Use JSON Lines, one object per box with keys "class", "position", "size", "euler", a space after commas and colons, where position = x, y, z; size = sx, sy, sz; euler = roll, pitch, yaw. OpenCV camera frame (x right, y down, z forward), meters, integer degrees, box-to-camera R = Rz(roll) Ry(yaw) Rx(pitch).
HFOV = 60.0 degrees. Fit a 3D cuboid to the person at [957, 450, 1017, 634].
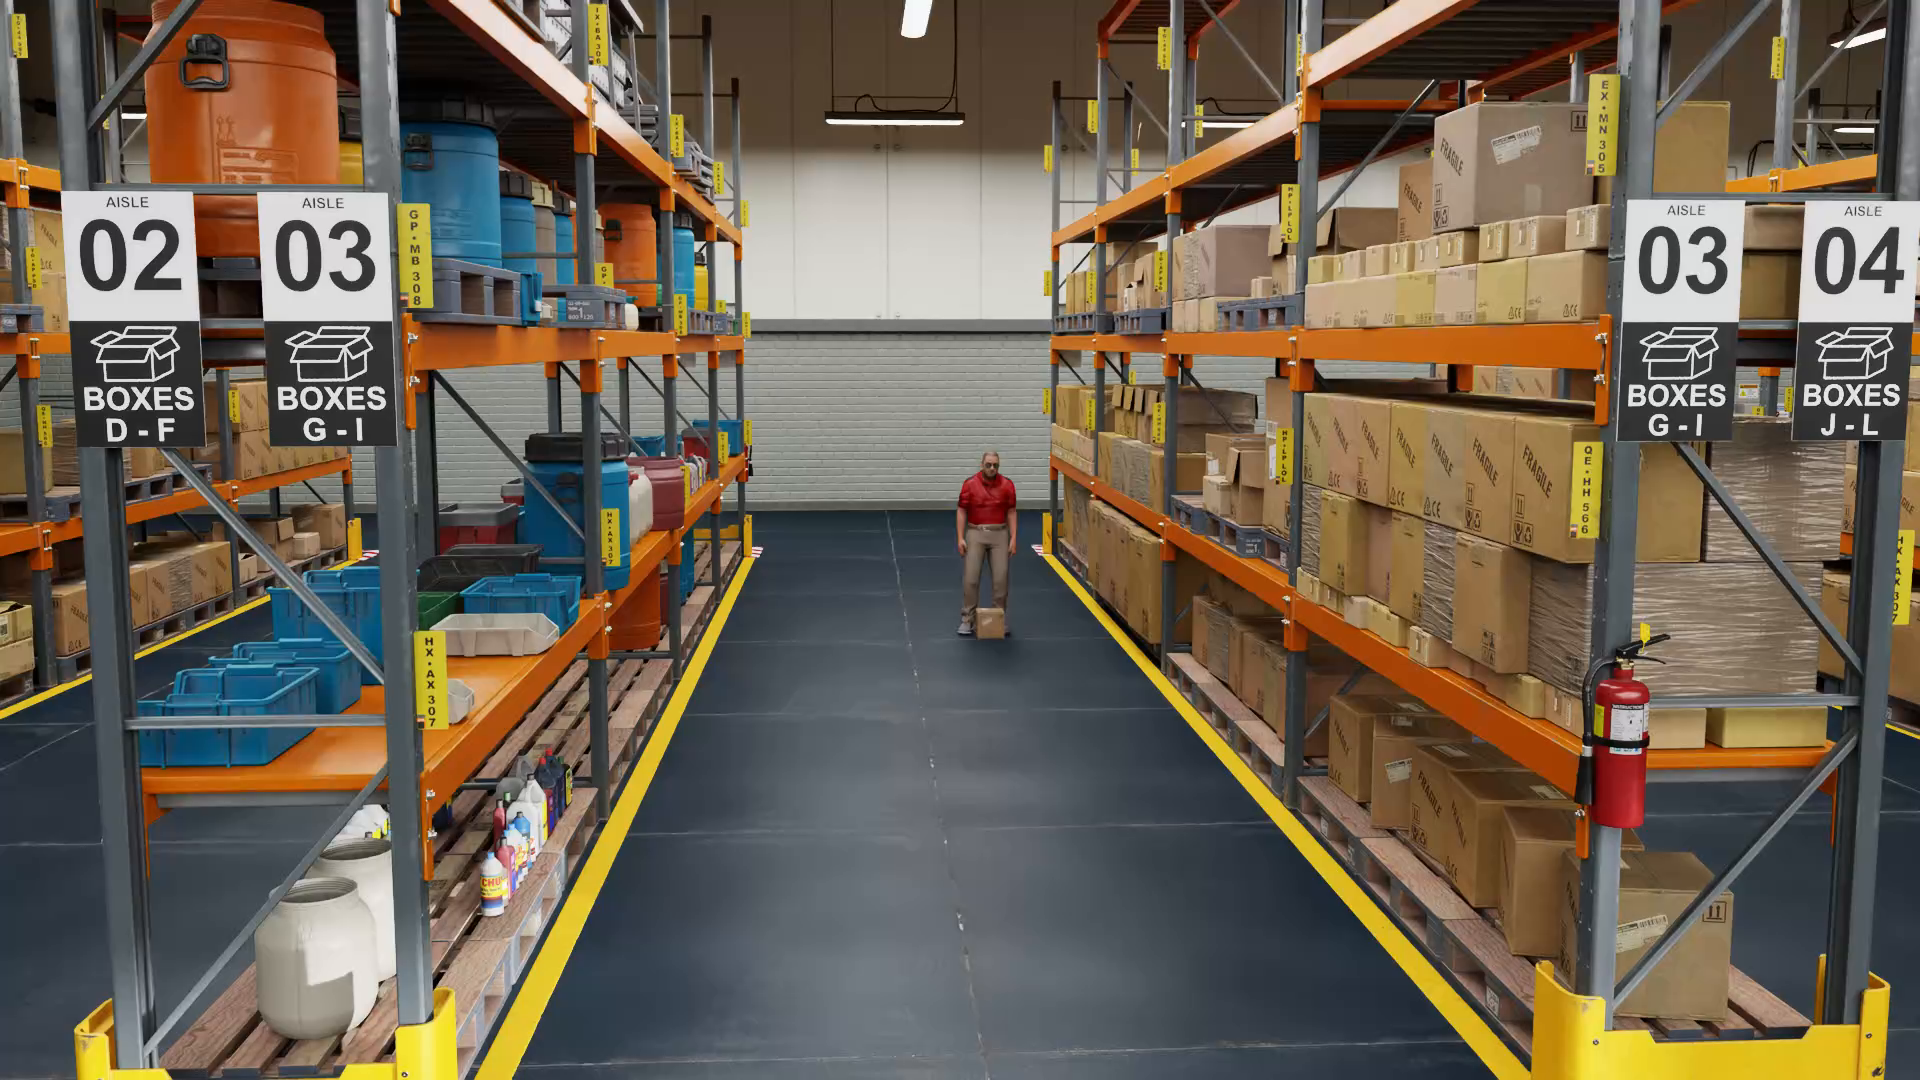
{"class": "person", "position": [0.257, 0.014, 15.685], "size": [0.587, 1.725, 0.392], "euler": [-1, 7, -6]}
